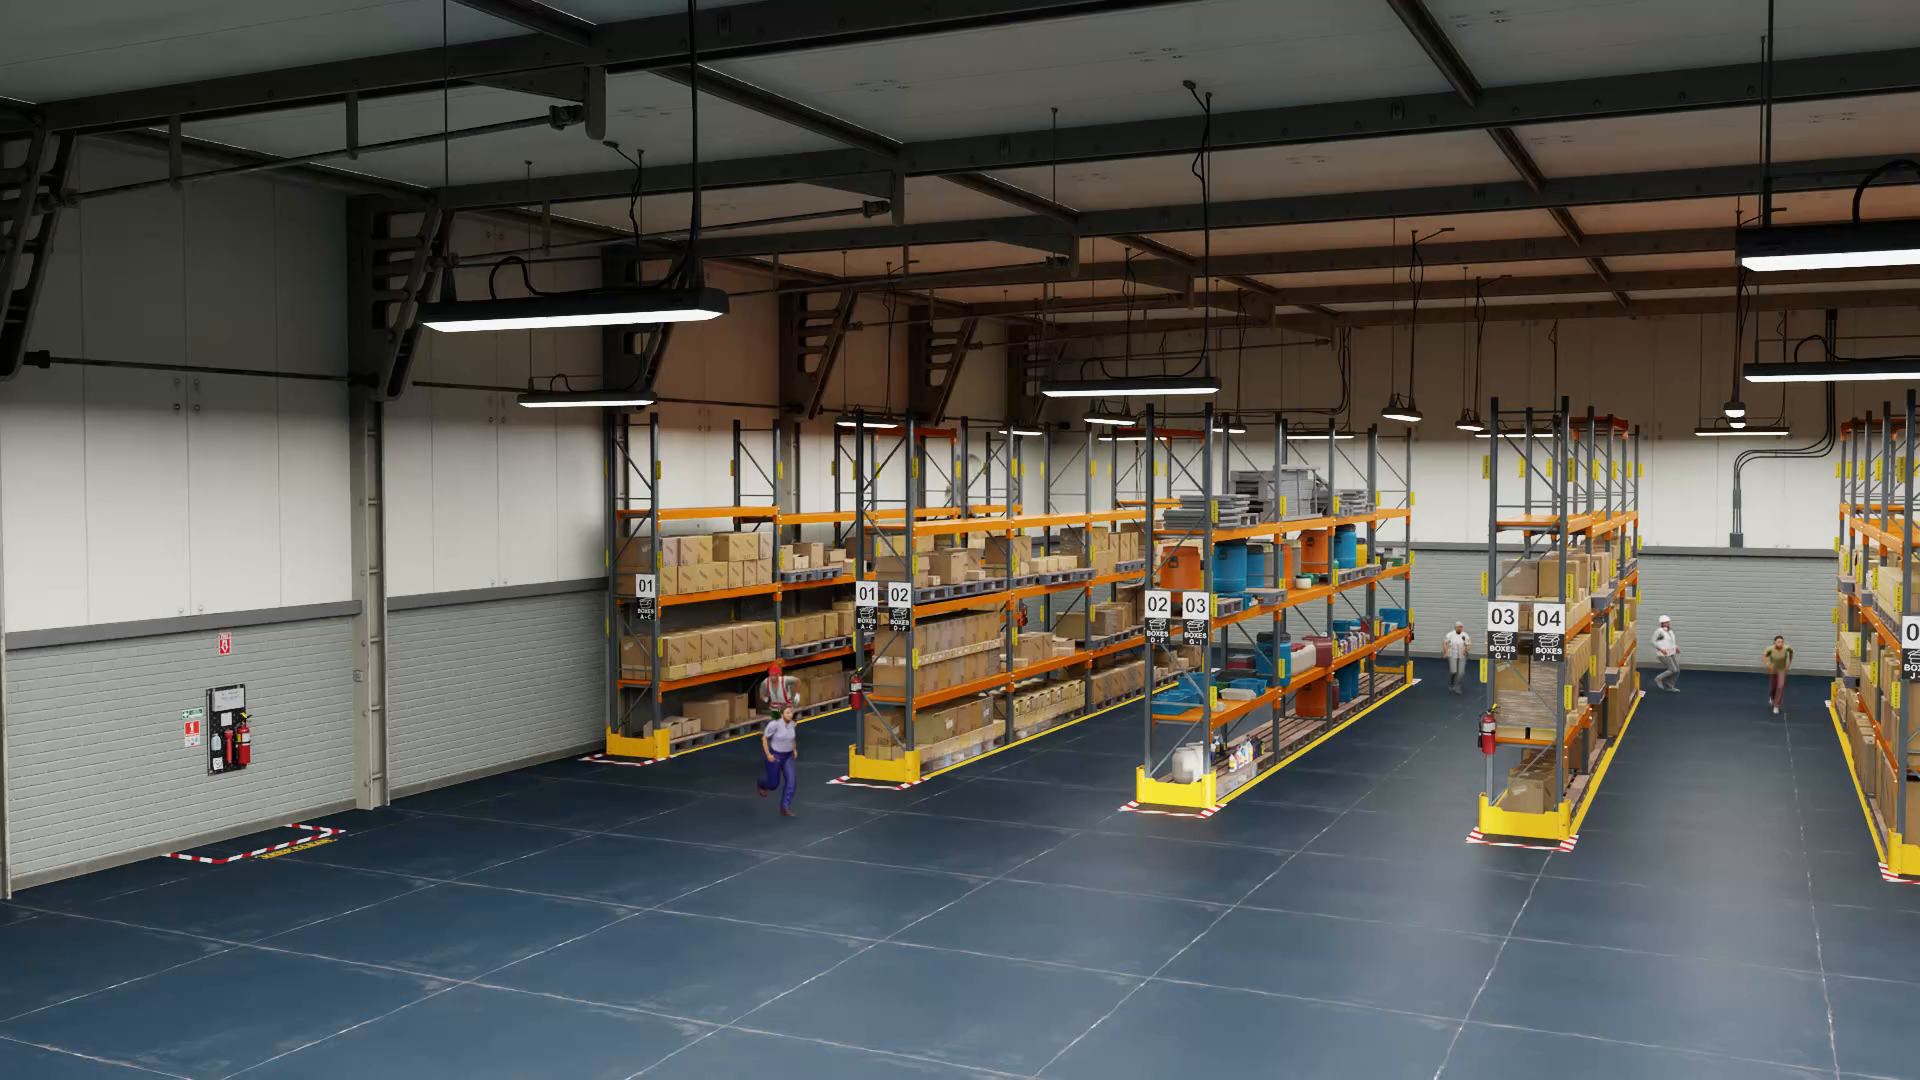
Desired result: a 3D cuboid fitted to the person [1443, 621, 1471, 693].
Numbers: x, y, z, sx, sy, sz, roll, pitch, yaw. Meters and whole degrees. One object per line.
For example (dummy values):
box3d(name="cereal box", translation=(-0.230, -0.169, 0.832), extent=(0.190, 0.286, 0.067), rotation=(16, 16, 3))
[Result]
box3d(name="person", translation=(11.107, 2.625, 37.130), extent=(0.591, 1.623, 0.643), rotation=(0, 2, 10))

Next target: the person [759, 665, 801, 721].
box3d(name="person", translation=(-3.083, 2.982, 28.711), extent=(0.707, 1.720, 1.028), rotation=(0, 2, 10))

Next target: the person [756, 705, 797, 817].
box3d(name="person", translation=(-2.644, 3.207, 24.259), extent=(0.616, 1.639, 0.781), rotation=(-2, 3, -41))

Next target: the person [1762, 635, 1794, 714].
box3d(name="person", translation=(17.000, 2.766, 34.621), extent=(0.604, 1.621, 0.990), rotation=(1, 2, 15))

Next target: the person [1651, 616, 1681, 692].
box3d(name="person", translation=(15.930, 2.569, 37.429), extent=(0.704, 1.737, 0.519), rotation=(-2, 3, -39))
